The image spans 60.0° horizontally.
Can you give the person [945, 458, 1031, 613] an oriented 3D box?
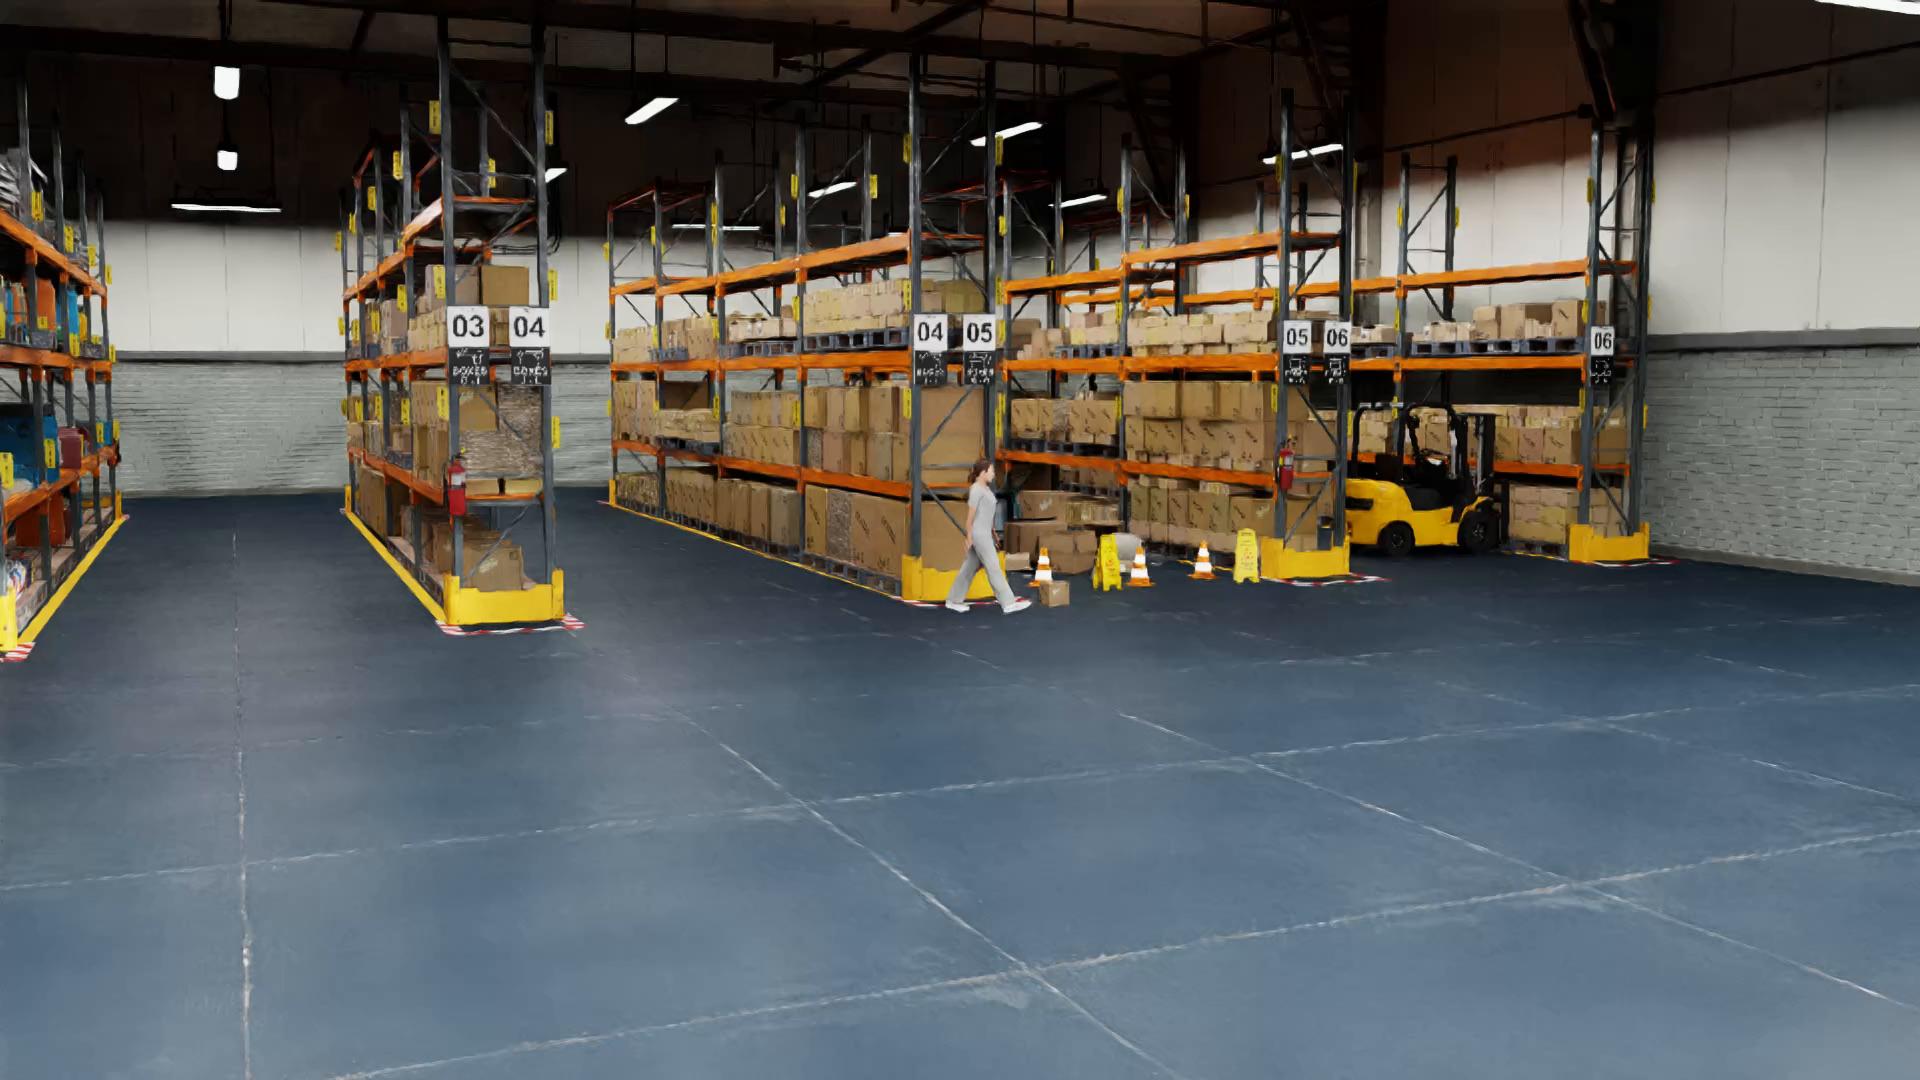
[{"bbox_3d":[0.293,-0.043,17.564,0.949,1.623,0.483,1,6,8],"label":"person"}]
